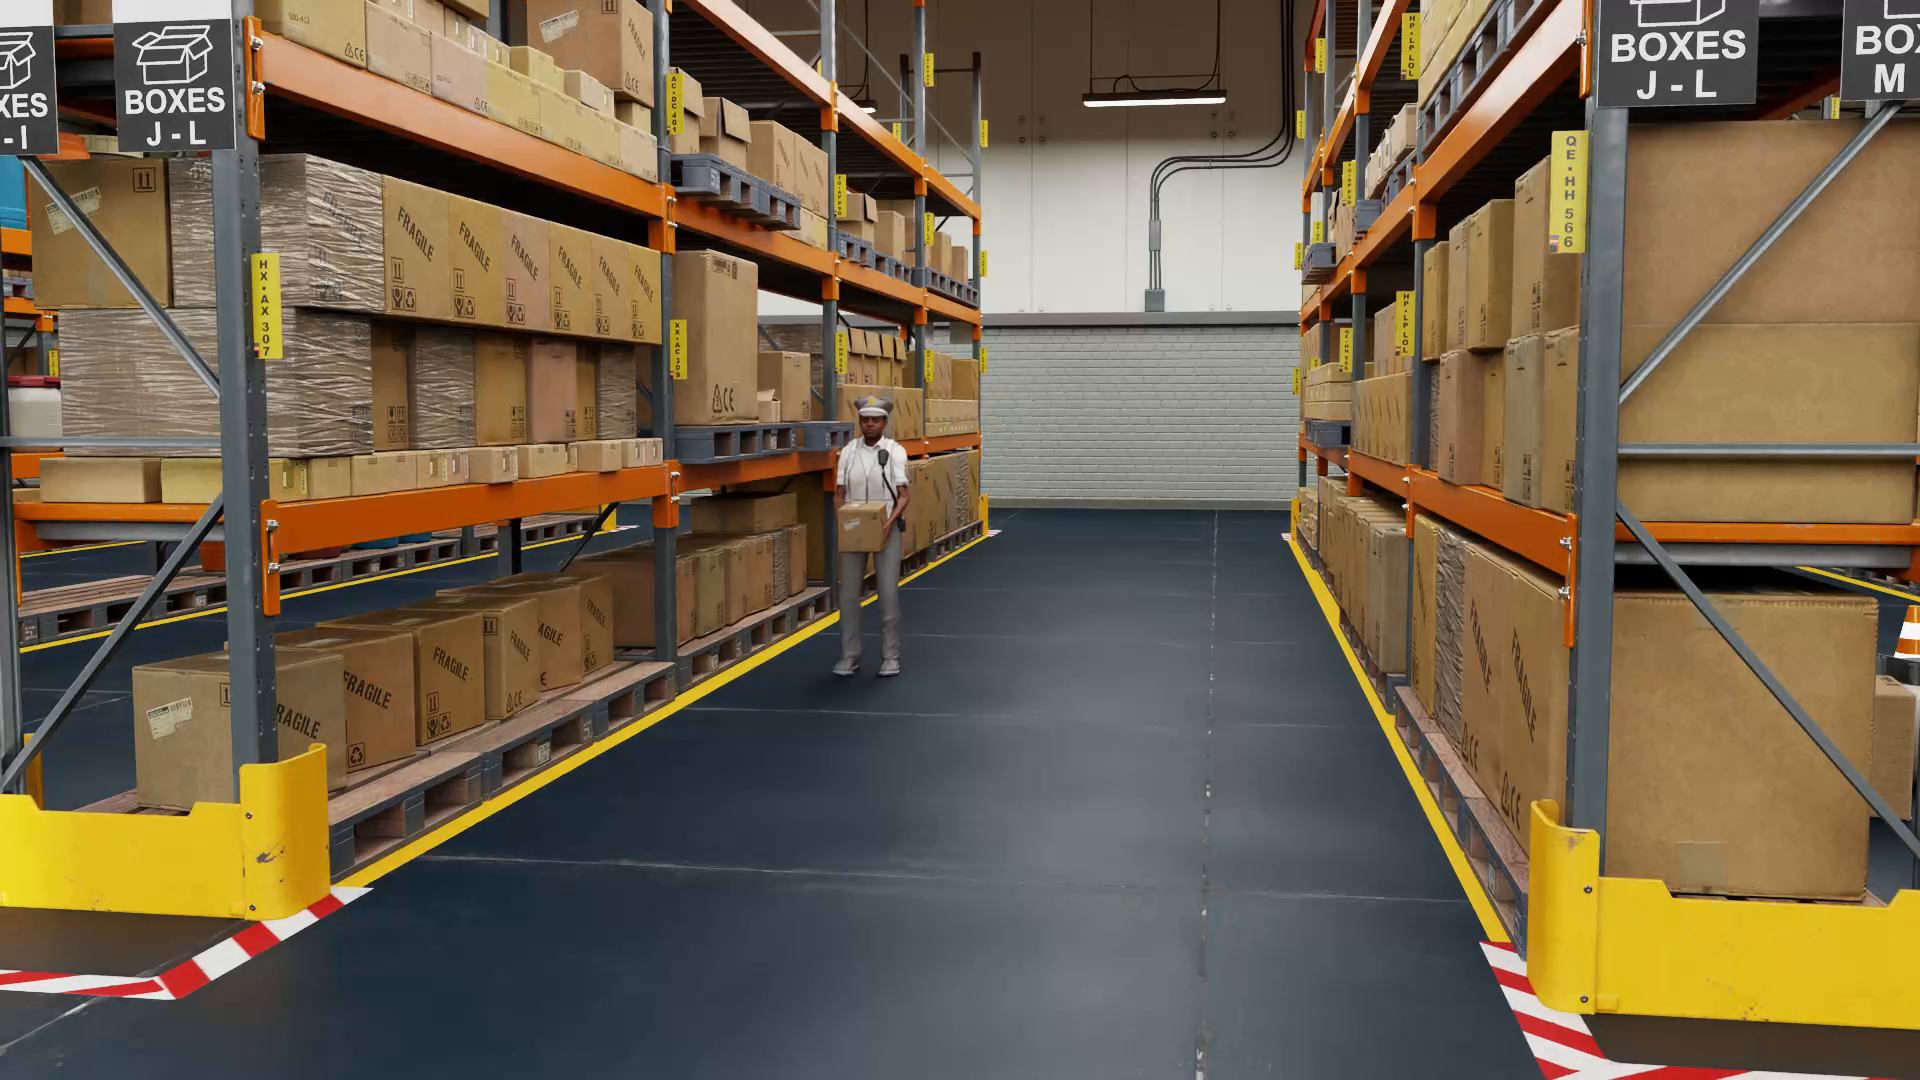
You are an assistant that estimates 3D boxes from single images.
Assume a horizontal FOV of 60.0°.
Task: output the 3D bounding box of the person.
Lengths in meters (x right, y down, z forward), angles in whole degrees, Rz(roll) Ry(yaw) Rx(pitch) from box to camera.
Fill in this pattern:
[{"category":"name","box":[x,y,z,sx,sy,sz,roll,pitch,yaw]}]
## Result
[{"category":"person","box":[-0.539,-0.015,10.073,0.532,1.663,0.322,0,5,5]}]
